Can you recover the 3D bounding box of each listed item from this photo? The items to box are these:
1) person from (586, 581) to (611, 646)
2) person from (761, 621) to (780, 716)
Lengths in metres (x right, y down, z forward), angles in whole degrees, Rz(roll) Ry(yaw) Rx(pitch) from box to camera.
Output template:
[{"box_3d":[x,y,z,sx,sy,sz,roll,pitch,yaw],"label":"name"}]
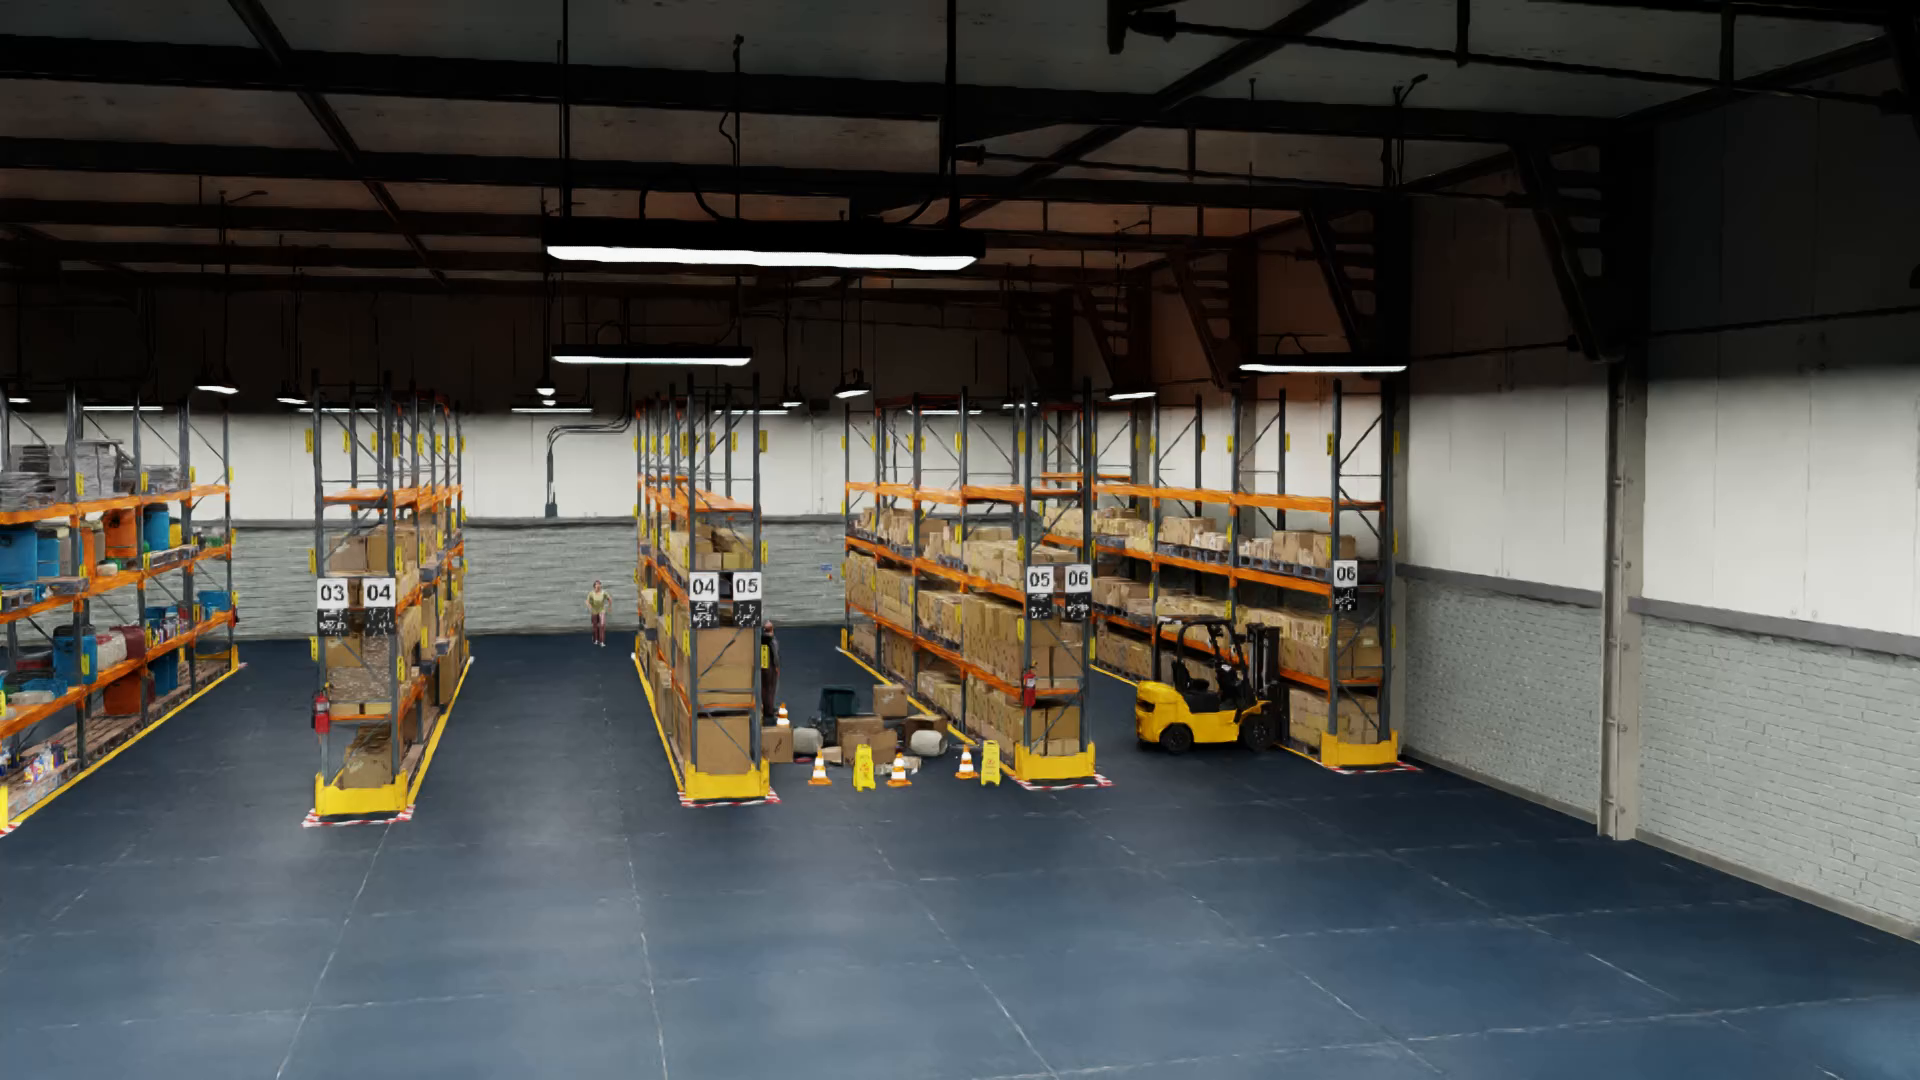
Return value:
[{"box_3d":[-9.022,1.805,41.483,0.603,1.600,0.799,0,3,-8],"label":"person"},{"box_3d":[-3.489,2.353,30.709,0.450,1.727,0.584,-3,4,-43],"label":"person"}]
